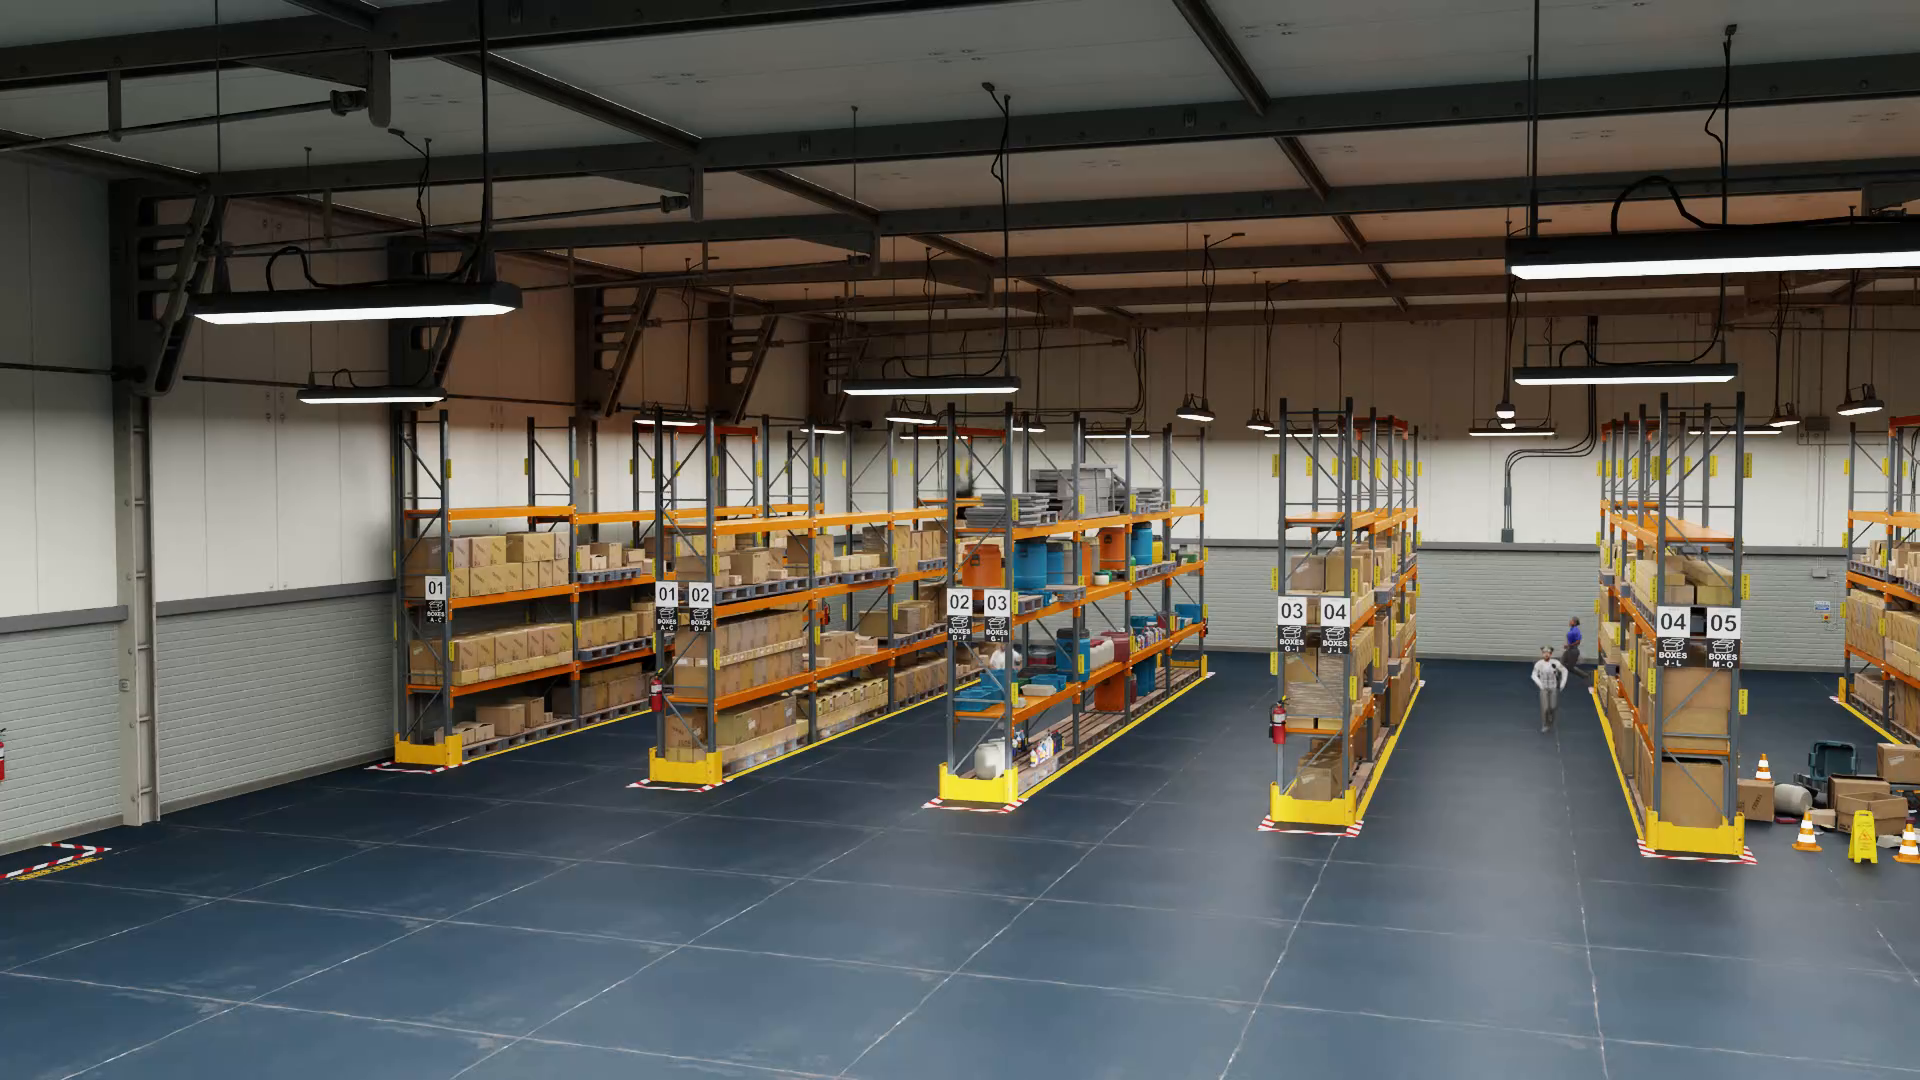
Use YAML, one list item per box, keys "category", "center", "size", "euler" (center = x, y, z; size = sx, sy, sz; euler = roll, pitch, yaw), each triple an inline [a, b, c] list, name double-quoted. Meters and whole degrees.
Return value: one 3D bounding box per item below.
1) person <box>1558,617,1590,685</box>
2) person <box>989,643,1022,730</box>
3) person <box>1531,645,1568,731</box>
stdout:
- category: "person"
  center: [14.127, 2.567, 38.335]
  size: [0.801, 1.595, 0.609]
  euler: [0, 2, 9]
- category: "person"
  center: [0.870, 2.742, 32.283]
  size: [0.675, 1.788, 0.957]
  euler: [1, 3, 22]
- category: "person"
  center: [11.194, 2.826, 31.602]
  size: [0.641, 1.657, 0.583]
  euler: [1, 3, 23]
